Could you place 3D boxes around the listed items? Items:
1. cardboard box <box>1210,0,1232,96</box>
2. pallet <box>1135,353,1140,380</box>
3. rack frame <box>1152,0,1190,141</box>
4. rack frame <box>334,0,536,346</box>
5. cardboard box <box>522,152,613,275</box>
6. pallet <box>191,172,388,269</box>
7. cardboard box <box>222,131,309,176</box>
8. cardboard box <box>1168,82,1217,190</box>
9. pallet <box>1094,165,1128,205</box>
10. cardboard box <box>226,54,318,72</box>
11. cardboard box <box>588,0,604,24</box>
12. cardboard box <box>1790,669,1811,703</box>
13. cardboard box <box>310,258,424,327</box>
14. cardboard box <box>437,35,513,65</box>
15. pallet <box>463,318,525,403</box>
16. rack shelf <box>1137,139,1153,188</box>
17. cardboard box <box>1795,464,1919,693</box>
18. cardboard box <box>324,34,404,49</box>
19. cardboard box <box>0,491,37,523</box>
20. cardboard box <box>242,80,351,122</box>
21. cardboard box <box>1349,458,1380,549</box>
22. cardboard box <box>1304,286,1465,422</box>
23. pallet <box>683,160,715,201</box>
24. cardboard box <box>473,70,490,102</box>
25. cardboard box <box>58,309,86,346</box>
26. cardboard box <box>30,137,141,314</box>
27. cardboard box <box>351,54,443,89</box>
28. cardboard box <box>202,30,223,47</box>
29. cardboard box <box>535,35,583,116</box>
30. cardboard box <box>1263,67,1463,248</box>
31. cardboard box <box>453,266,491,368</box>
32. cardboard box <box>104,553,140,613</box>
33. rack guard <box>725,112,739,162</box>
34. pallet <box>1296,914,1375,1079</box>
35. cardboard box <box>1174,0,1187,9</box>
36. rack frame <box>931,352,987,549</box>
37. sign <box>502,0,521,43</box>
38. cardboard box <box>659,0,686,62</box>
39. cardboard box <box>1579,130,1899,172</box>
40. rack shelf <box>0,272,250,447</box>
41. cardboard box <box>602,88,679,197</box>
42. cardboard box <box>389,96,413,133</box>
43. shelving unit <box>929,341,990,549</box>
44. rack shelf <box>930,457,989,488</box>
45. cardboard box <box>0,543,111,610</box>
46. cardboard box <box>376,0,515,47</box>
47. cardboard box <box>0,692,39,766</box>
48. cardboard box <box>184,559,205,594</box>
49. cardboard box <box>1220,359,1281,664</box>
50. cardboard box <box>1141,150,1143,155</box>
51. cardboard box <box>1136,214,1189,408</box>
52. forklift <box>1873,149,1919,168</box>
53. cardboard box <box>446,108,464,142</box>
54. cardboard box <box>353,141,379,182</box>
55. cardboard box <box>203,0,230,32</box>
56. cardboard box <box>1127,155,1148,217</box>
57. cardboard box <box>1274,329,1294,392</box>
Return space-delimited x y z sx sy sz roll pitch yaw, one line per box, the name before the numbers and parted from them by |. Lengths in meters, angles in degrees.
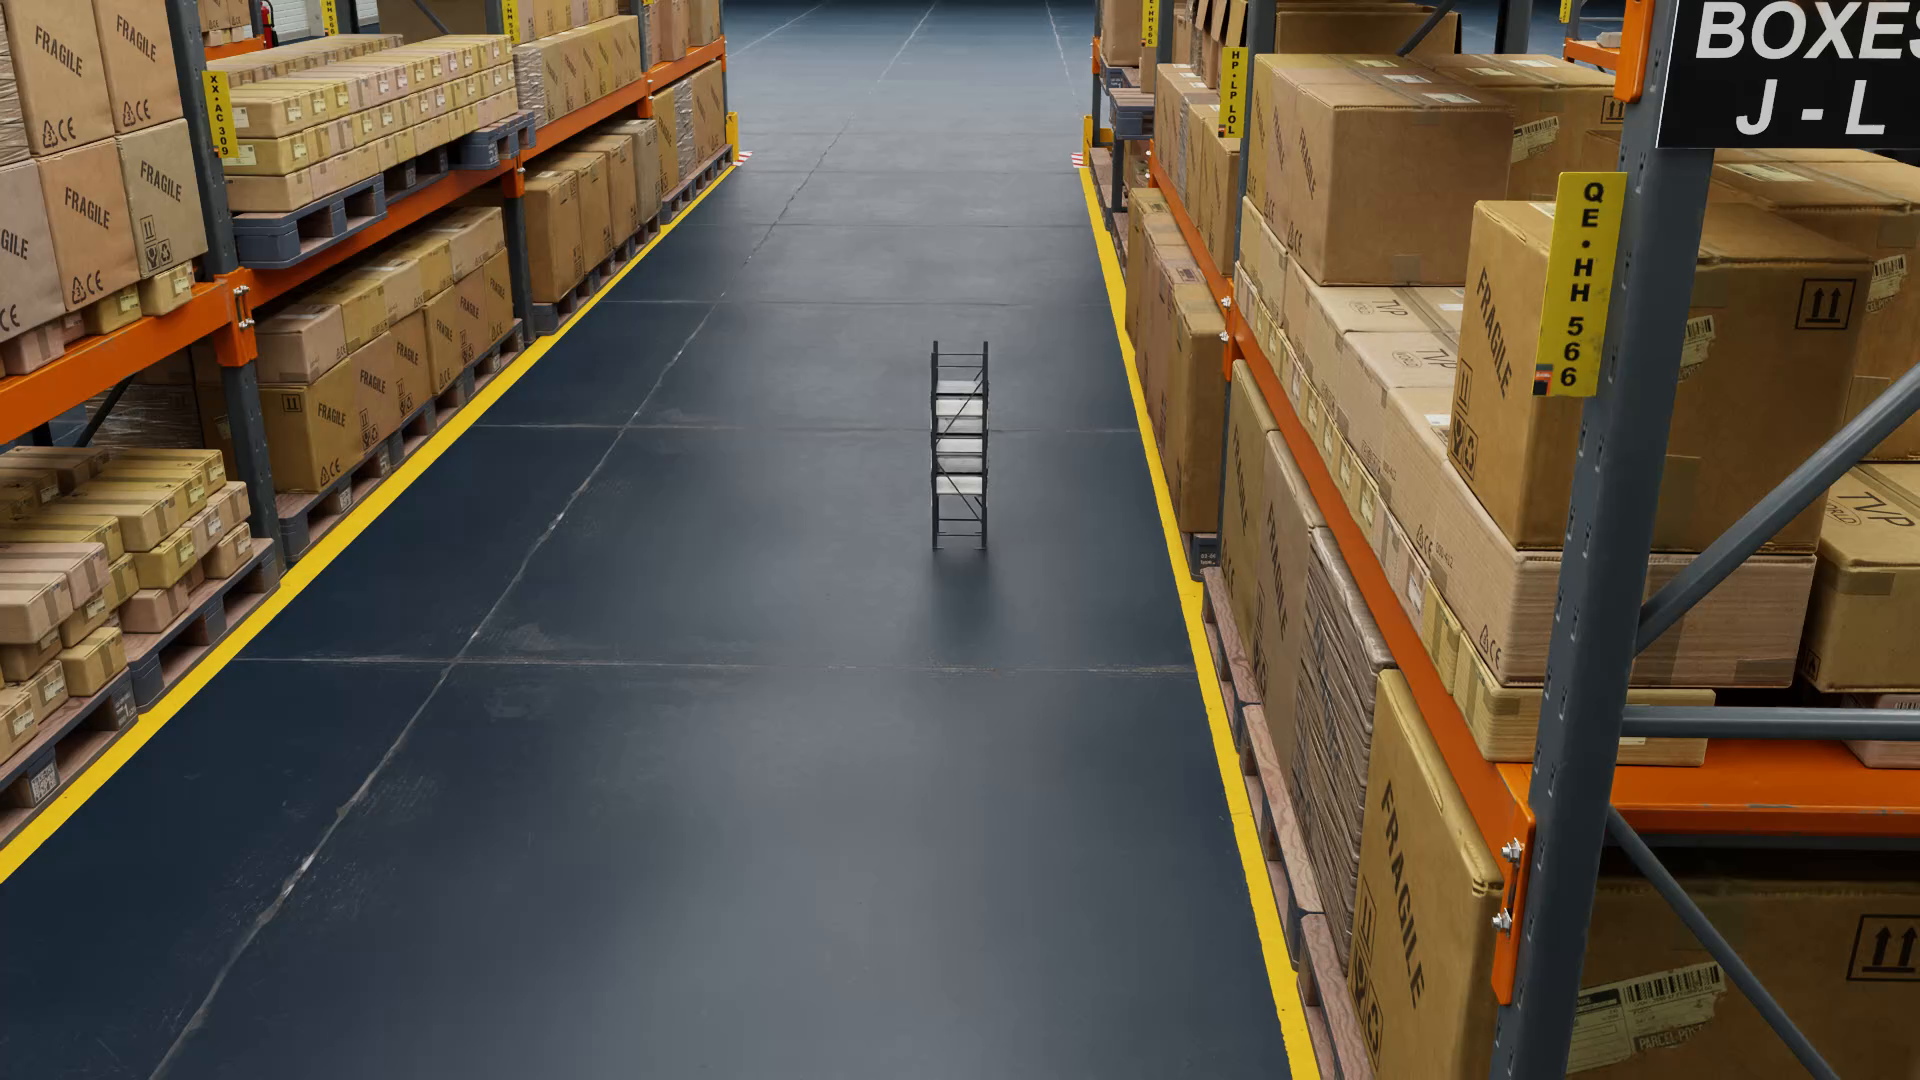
cardboard box | 1.603 -2.367 7.958 0.797 0.503 0.637 1 21 3
pallet | 1.579 -1.011 9.843 1.003 0.211 1.213 1 21 2
rack frame | 1.678 -2.595 10.071 1.000 3.000 0.127 1 21 2
rack frame | -3.276 -2.686 10.306 1.000 3.000 0.127 1 21 2
cardboard box | -3.145 -2.369 12.016 1.050 0.750 0.750 1 21 2
pallet | -3.229 -1.425 7.321 1.003 0.211 1.213 1 21 2
cardboard box | -2.926 -1.595 6.848 0.380 0.149 0.250 1 21 2
cardboard box | 1.366 -2.097 8.649 0.500 0.500 0.500 0 21 1
pallet | 1.819 -3.427 16.069 1.003 0.211 1.213 1 21 2
cardboard box | -3.522 -2.402 8.518 0.380 0.149 0.250 1 21 3
cardboard box | -3.178 -4.280 12.892 0.700 0.500 0.500 0 21 1
cardboard box | 1.782 0.197 3.222 0.380 0.149 0.250 0 21 1
cardboard box | -3.078 -1.261 8.471 0.500 0.250 0.500 1 21 4
cardboard box | -2.833 -2.860 9.698 0.380 0.149 0.250 0 21 0
pallet | -3.302 -1.104 10.082 1.003 0.211 1.213 1 21 2
rack shelf | 1.739 -2.983 12.065 1.077 0.370 4.000 1 21 2
cardboard box | 1.719 0.058 3.029 0.500 0.250 0.500 0 21 0
cardboard box | -3.484 -2.876 9.738 0.380 0.149 0.250 1 21 2
cardboard box | -3.642 -0.071 6.103 0.380 0.149 0.250 0 21 1
cardboard box | -2.913 -1.927 7.293 0.380 0.149 0.250 1 21 2
cardboard box | 1.146 -0.087 3.954 0.380 0.149 0.250 0 21 0
cardboard box | 1.227 -0.505 4.481 0.500 0.250 0.500 1 21 2
pallet | -3.019 -3.549 16.384 1.003 0.211 1.213 1 21 2
cardboard box | -2.848 -2.528 9.254 0.380 0.149 0.250 1 21 3
cardboard box | -3.216 -0.734 5.622 0.380 0.149 0.250 0 21 0
cardboard box | -3.147 -1.060 5.564 0.500 0.500 0.500 0 21 0
cardboard box | -2.875 -2.393 8.493 0.380 0.149 0.250 2 21 4
cardboard box | -7.685 -5.063 16.779 0.380 0.149 0.250 1 21 3
cardboard box | -2.964 -3.259 11.642 0.500 0.500 0.500 1 21 2
cardboard box | 1.264 -1.219 5.283 0.500 0.500 0.500 1 21 2
cardboard box | -3.055 -1.288 9.578 0.500 0.500 0.500 1 21 4
cardboard box | -3.182 0.157 5.928 0.380 0.149 0.250 1 21 2
rack guard | -3.032 -4.422 18.235 1.175 0.500 0.348 1 21 2
pallet | 1.381 1.307 3.868 1.003 0.211 1.213 1 21 2
cardboard box | 1.839 -3.658 12.086 0.797 0.503 0.637 3 21 7
rack frame | -0.003 -0.380 7.264 0.240 0.900 0.006 1 21 2
sign | -2.734 -3.187 10.104 0.100 0.325 0.005 1 21 2
cardboard box | -3.027 -4.729 15.363 0.875 0.550 0.550 1 21 2
cardboard box | 1.744 -0.660 3.842 0.500 0.500 0.500 0 21 0
rack shelf | -3.459 -0.182 4.845 1.077 0.370 4.000 1 21 2
cardboard box | -3.066 -3.565 14.926 0.875 0.875 0.875 1 21 2
cardboard box | -2.891 -2.069 8.071 0.380 0.149 0.250 0 21 1
shelving unit | 0.000 -0.417 7.359 0.258 0.900 0.210 1 21 2
rack shelf | 0.000 -0.302 7.403 0.258 0.077 0.200 1 21 2
cardboard box | -3.119 0.122 5.606 0.380 0.149 0.250 0 21 -1
cardboard box | -3.253 -3.361 10.525 0.700 0.500 0.500 1 21 1
cardboard box | -3.150 0.594 5.212 0.380 0.149 0.250 1 21 2
cardboard box | -3.161 0.132 6.403 0.380 0.149 0.250 1 21 3
cardboard box | 1.457 -0.116 6.039 0.875 0.875 0.875 1 21 2
cardboard box | 1.852 -3.216 14.546 0.500 0.500 0.500 0 21 0
cardboard box | 1.602 -1.229 8.906 1.225 0.875 0.875 1 21 2
forklift | 3.887 -1.167 6.484 1.130 2.935 3.031 7 22 17
cardboard box | -2.867 -2.211 8.848 0.380 0.149 0.250 0 21 -1
cardboard box | -2.904 -1.738 7.627 0.380 0.149 0.250 1 21 2
cardboard box | -7.745 -5.402 16.755 0.500 0.500 0.500 1 21 2
cardboard box | 1.760 -2.860 13.599 0.700 0.500 0.500 -1 21 -3
cardboard box | 1.186 -0.551 5.149 0.380 0.149 0.250 0 21 1
